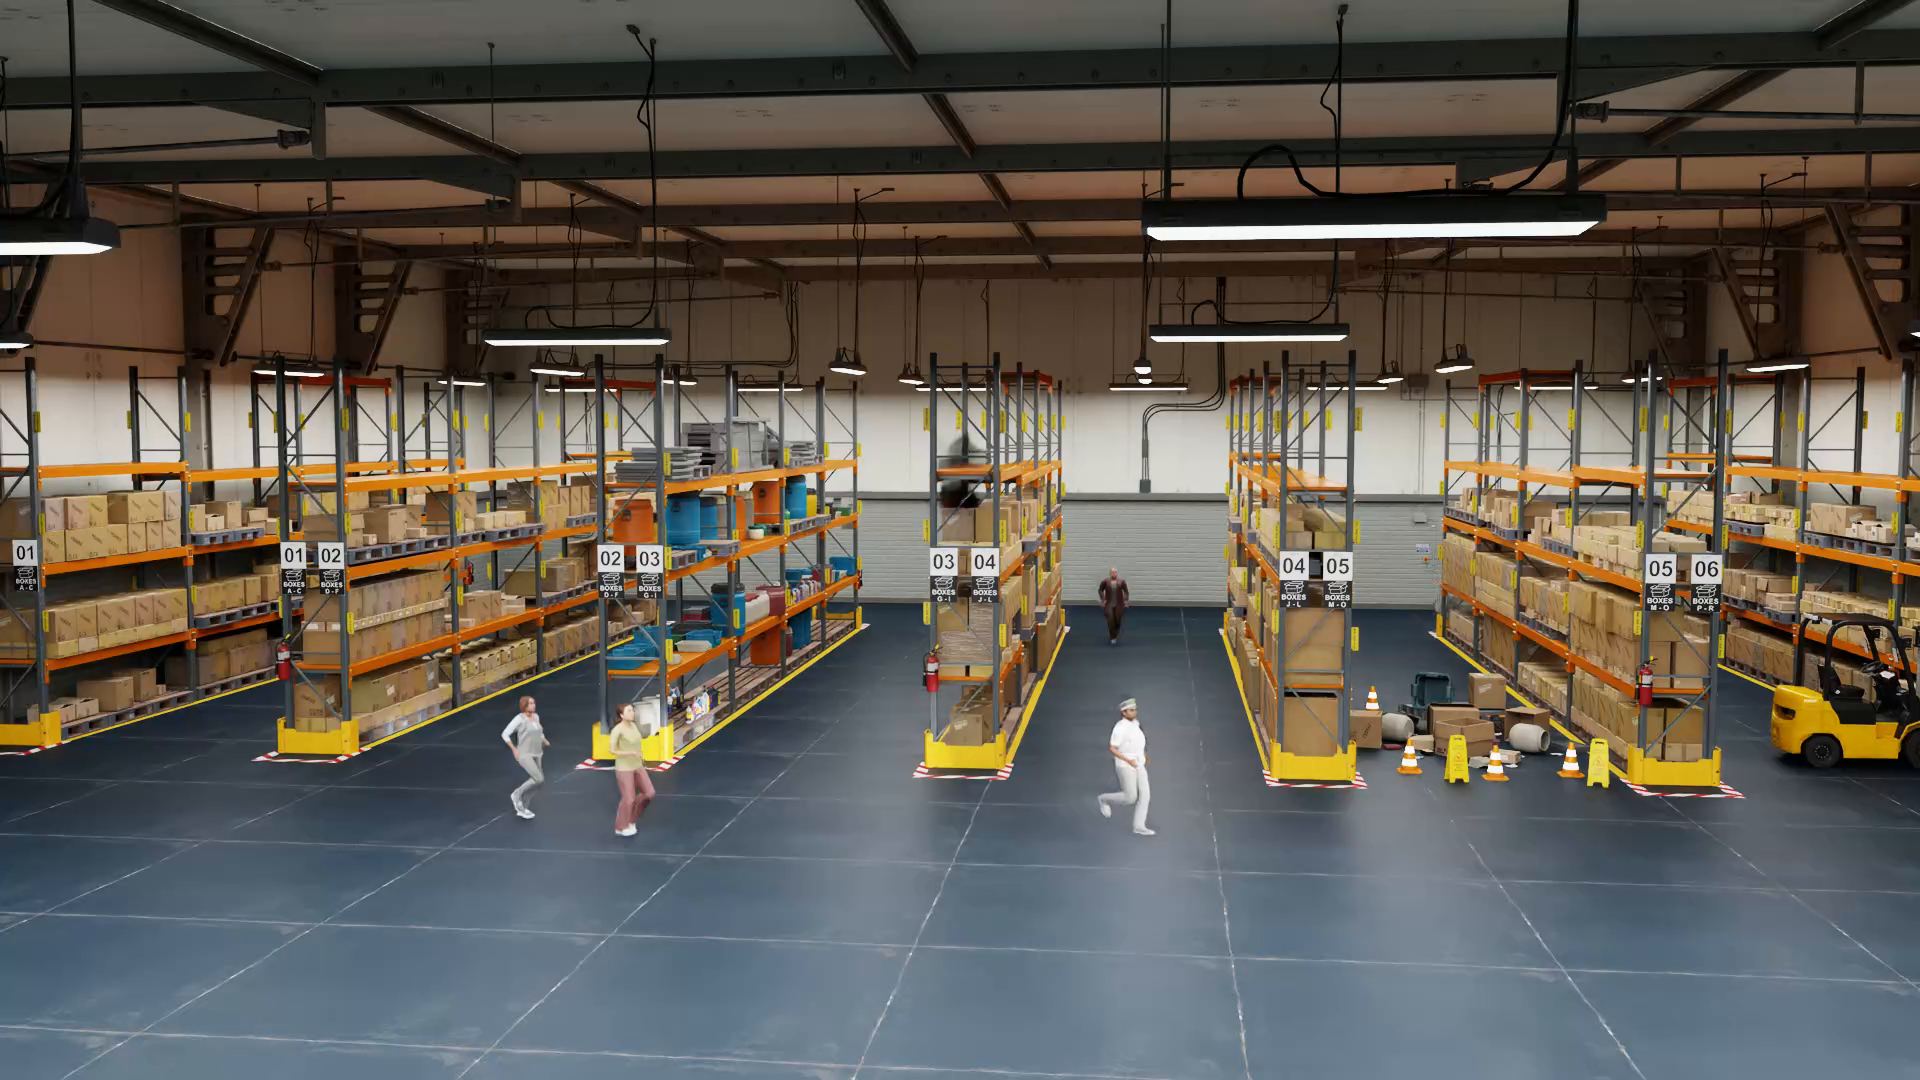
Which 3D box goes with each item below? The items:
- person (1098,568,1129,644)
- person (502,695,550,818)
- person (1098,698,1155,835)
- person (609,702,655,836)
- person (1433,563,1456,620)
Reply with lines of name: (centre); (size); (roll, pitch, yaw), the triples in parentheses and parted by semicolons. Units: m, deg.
person: (3.478, 1.478, 37.774); (0.695, 1.732, 0.693); (0, 4, 3)
person: (-5.406, 2.737, 20.957); (0.549, 1.559, 0.522); (2, 4, 26)
person: (2.076, 2.746, 20.307); (0.773, 1.657, 0.593); (4, 6, 43)
person: (-3.943, 2.757, 20.001); (0.549, 1.628, 0.567); (3, 5, 33)
person: (11.752, 1.360, 40.134); (0.695, 1.706, 0.604); (2, 4, 25)
